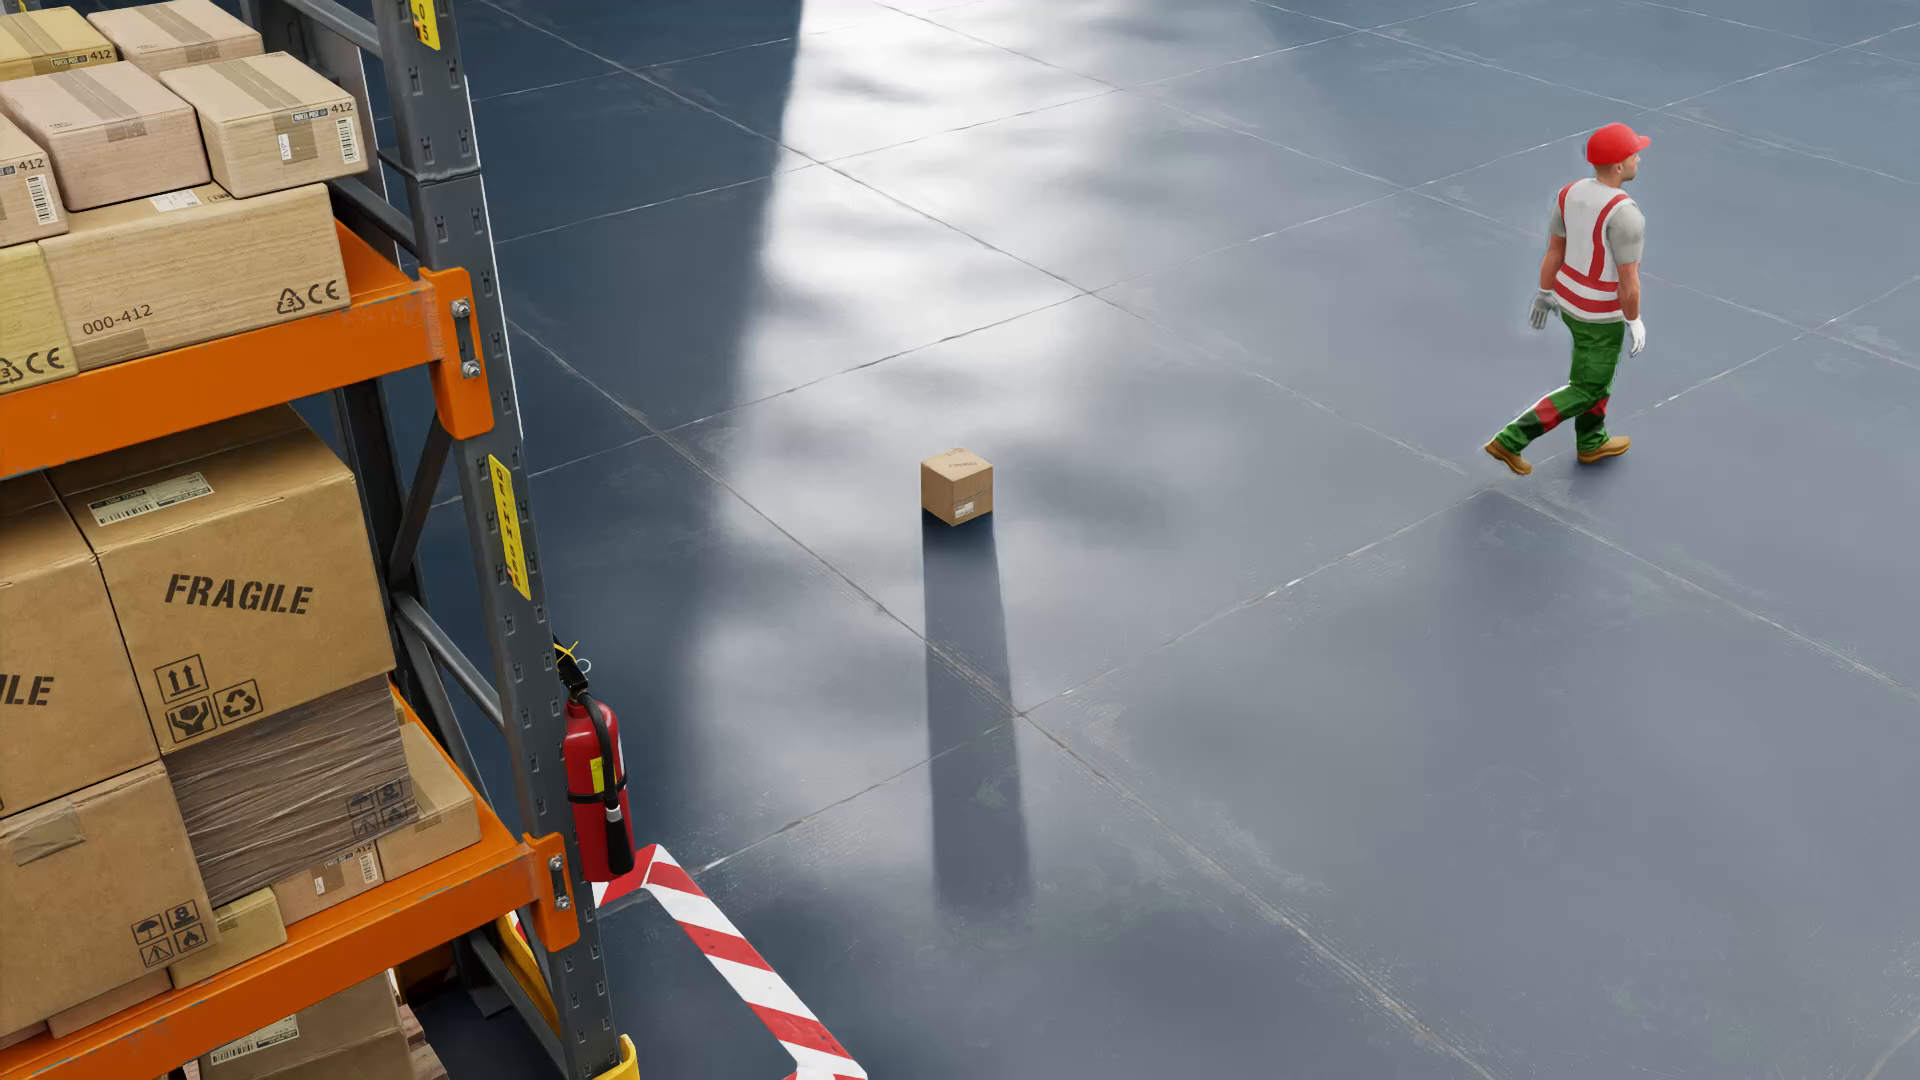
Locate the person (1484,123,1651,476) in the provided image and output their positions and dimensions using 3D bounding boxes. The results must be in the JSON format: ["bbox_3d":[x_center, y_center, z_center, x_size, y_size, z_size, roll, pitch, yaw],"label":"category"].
[{"bbox_3d":[2.977,-1.098,7.877,0.934,1.761,0.559,-7,33,-11],"label":"person"}]
